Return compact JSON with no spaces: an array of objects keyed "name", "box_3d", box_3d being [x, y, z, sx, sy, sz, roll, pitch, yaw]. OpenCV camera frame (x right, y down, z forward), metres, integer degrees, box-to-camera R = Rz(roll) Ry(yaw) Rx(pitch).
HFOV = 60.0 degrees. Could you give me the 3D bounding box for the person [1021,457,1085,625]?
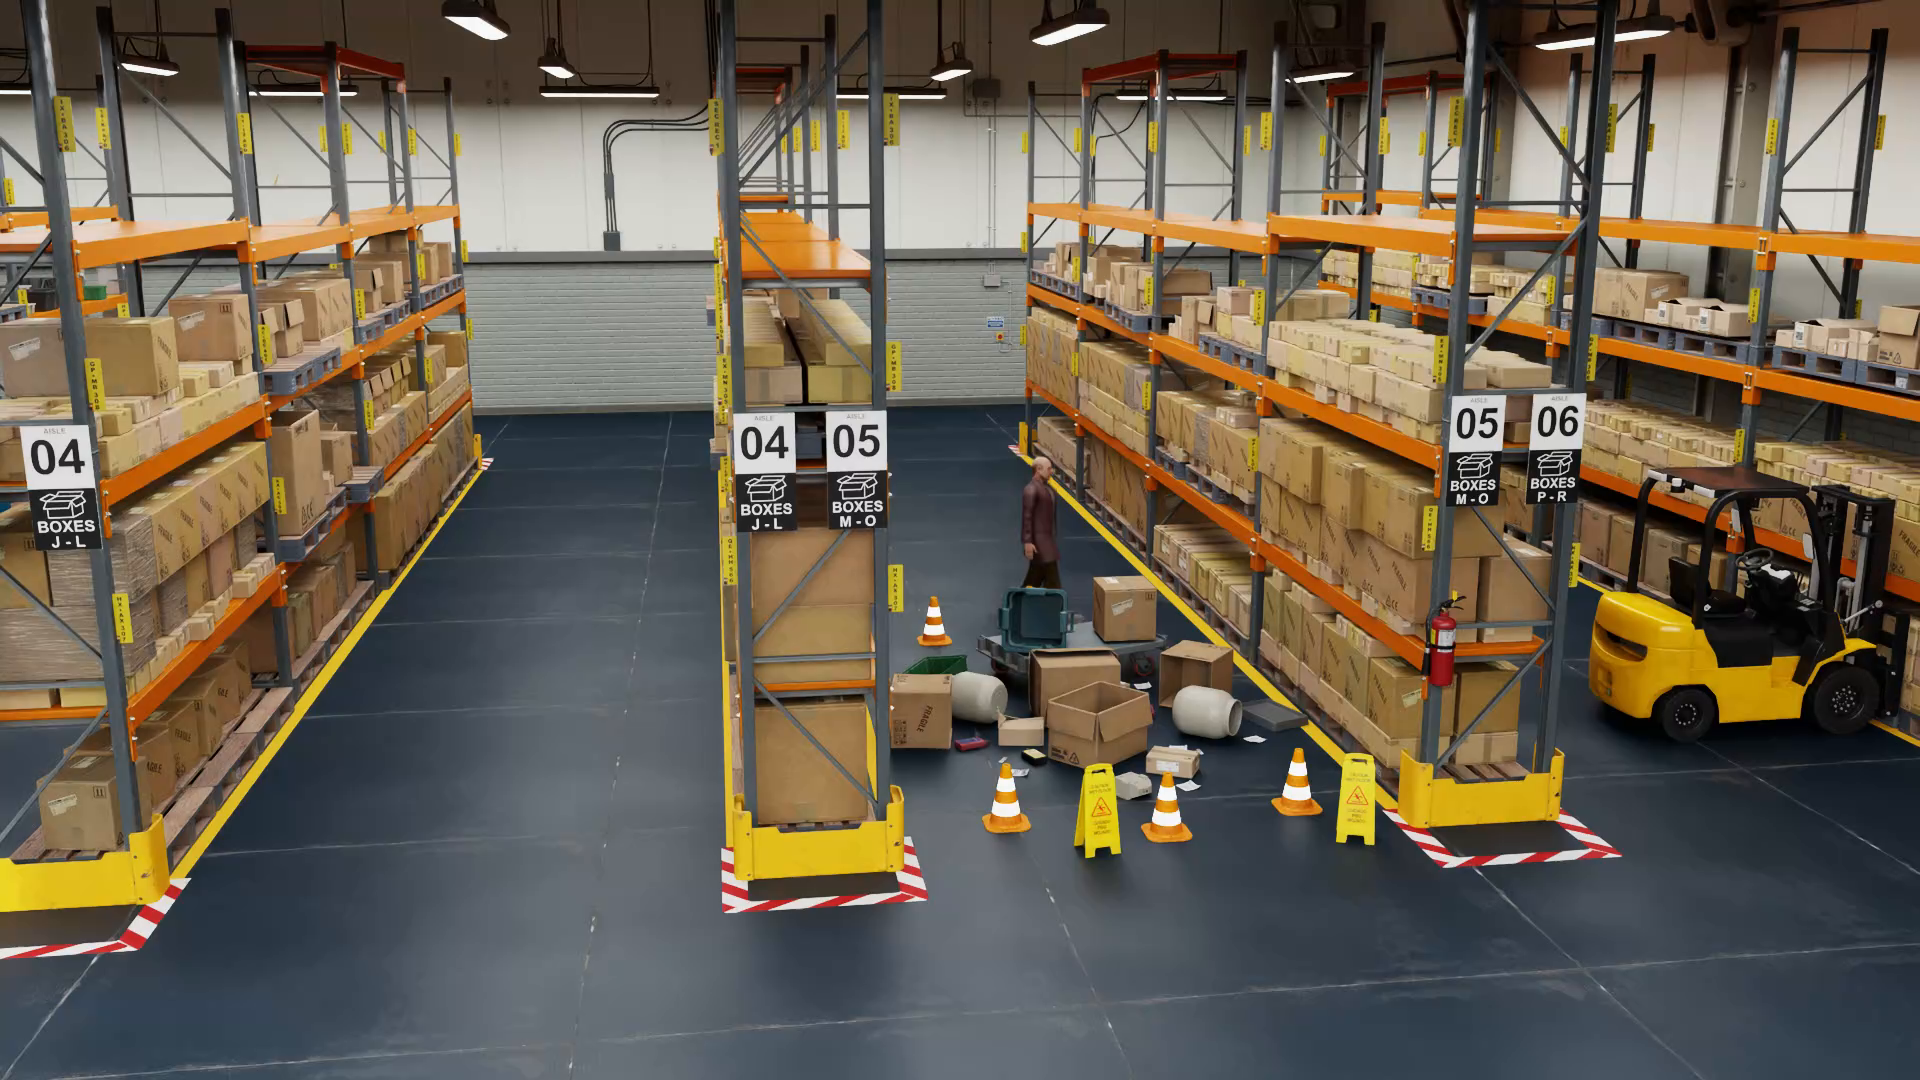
[{"name":"person","box_3d":[0.950,0.003,17.485,0.831,1.759,0.634,4,14,18]}]
